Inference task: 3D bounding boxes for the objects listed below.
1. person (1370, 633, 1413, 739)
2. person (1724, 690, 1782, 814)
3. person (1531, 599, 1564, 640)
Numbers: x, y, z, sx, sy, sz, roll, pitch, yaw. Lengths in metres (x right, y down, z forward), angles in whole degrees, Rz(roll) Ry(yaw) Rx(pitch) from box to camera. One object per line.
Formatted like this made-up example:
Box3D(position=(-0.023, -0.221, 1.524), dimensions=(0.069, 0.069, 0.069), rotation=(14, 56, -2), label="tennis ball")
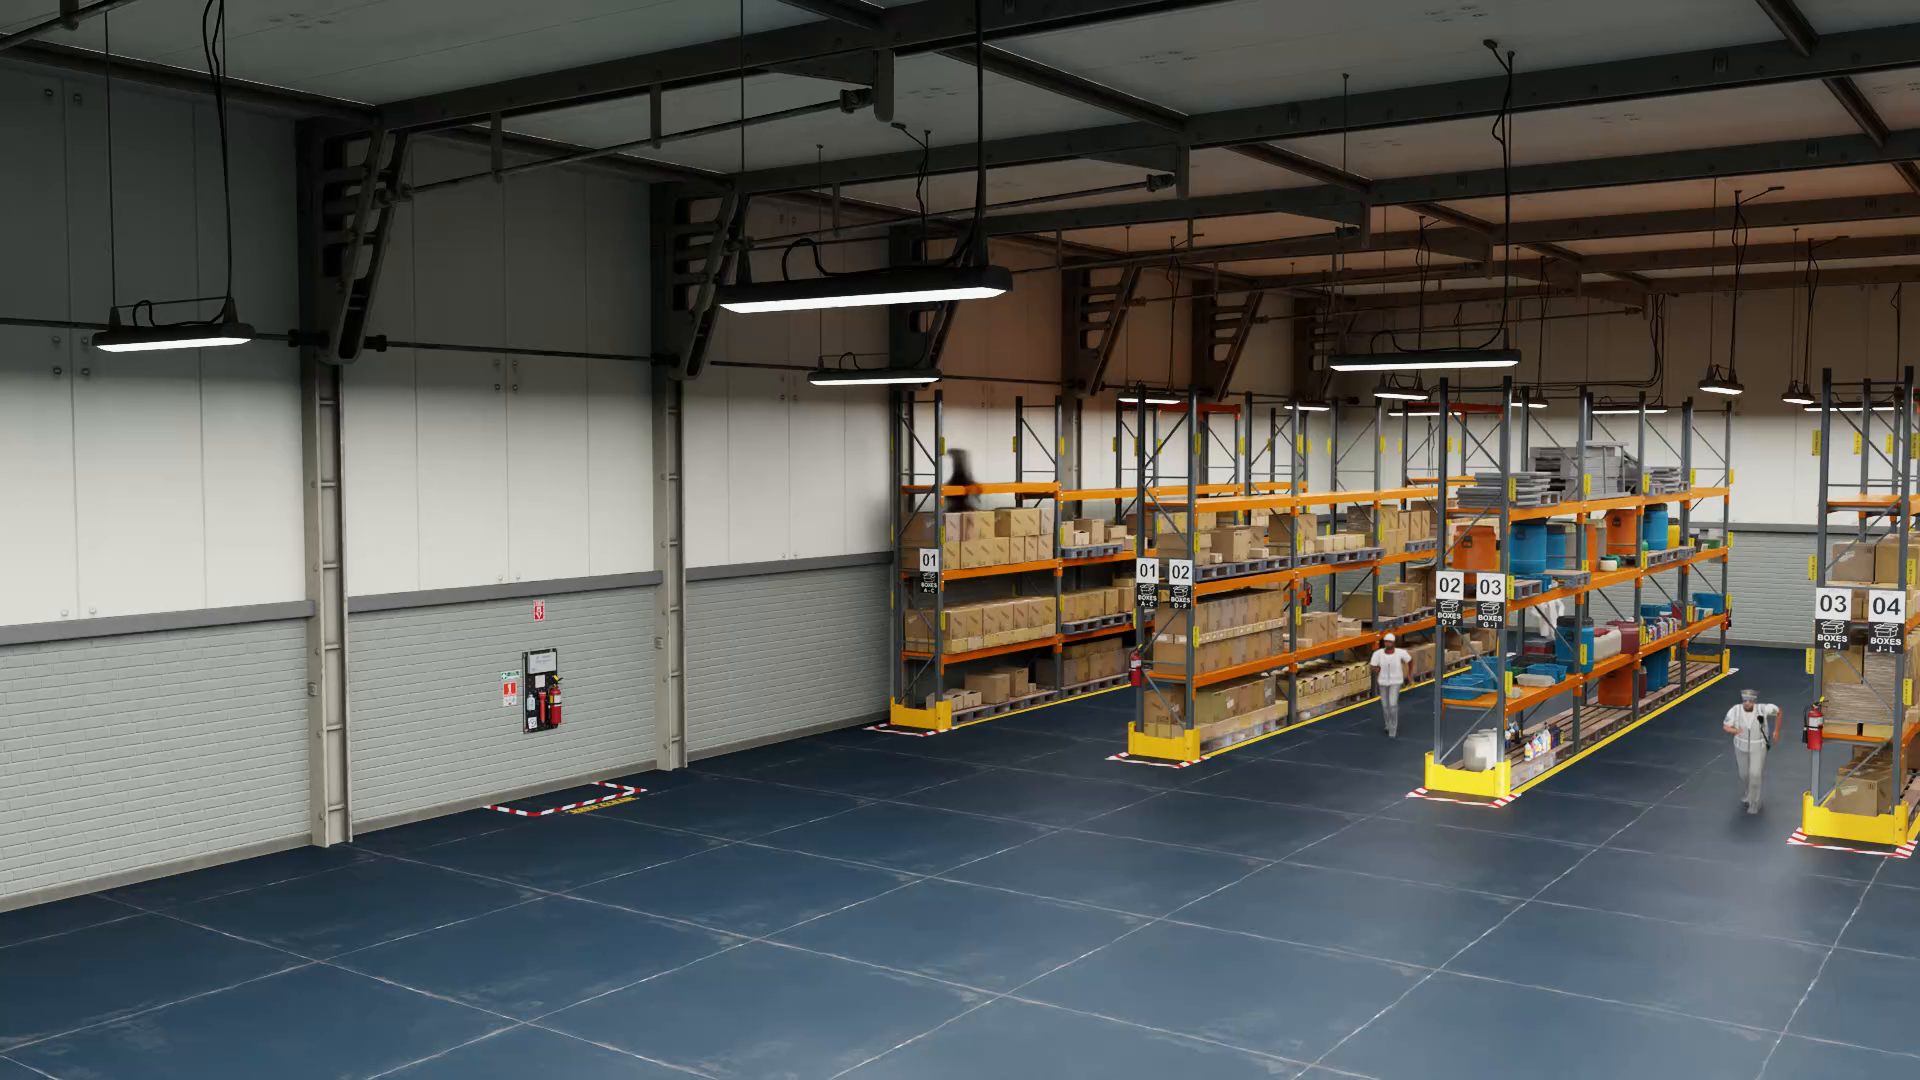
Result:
Box3D(position=(7.422, 2.510, 28.698), dimensions=(0.684, 1.812, 0.823), rotation=(2, 4, 26), label="person")
Box3D(position=(10.893, 2.903, 22.860), dimensions=(0.705, 1.780, 0.982), rotation=(2, 4, 32), label="person")
Box3D(position=(13.580, 1.974, 38.452), dimensions=(0.705, 1.781, 0.720), rotation=(1, 3, 23), label="person")
